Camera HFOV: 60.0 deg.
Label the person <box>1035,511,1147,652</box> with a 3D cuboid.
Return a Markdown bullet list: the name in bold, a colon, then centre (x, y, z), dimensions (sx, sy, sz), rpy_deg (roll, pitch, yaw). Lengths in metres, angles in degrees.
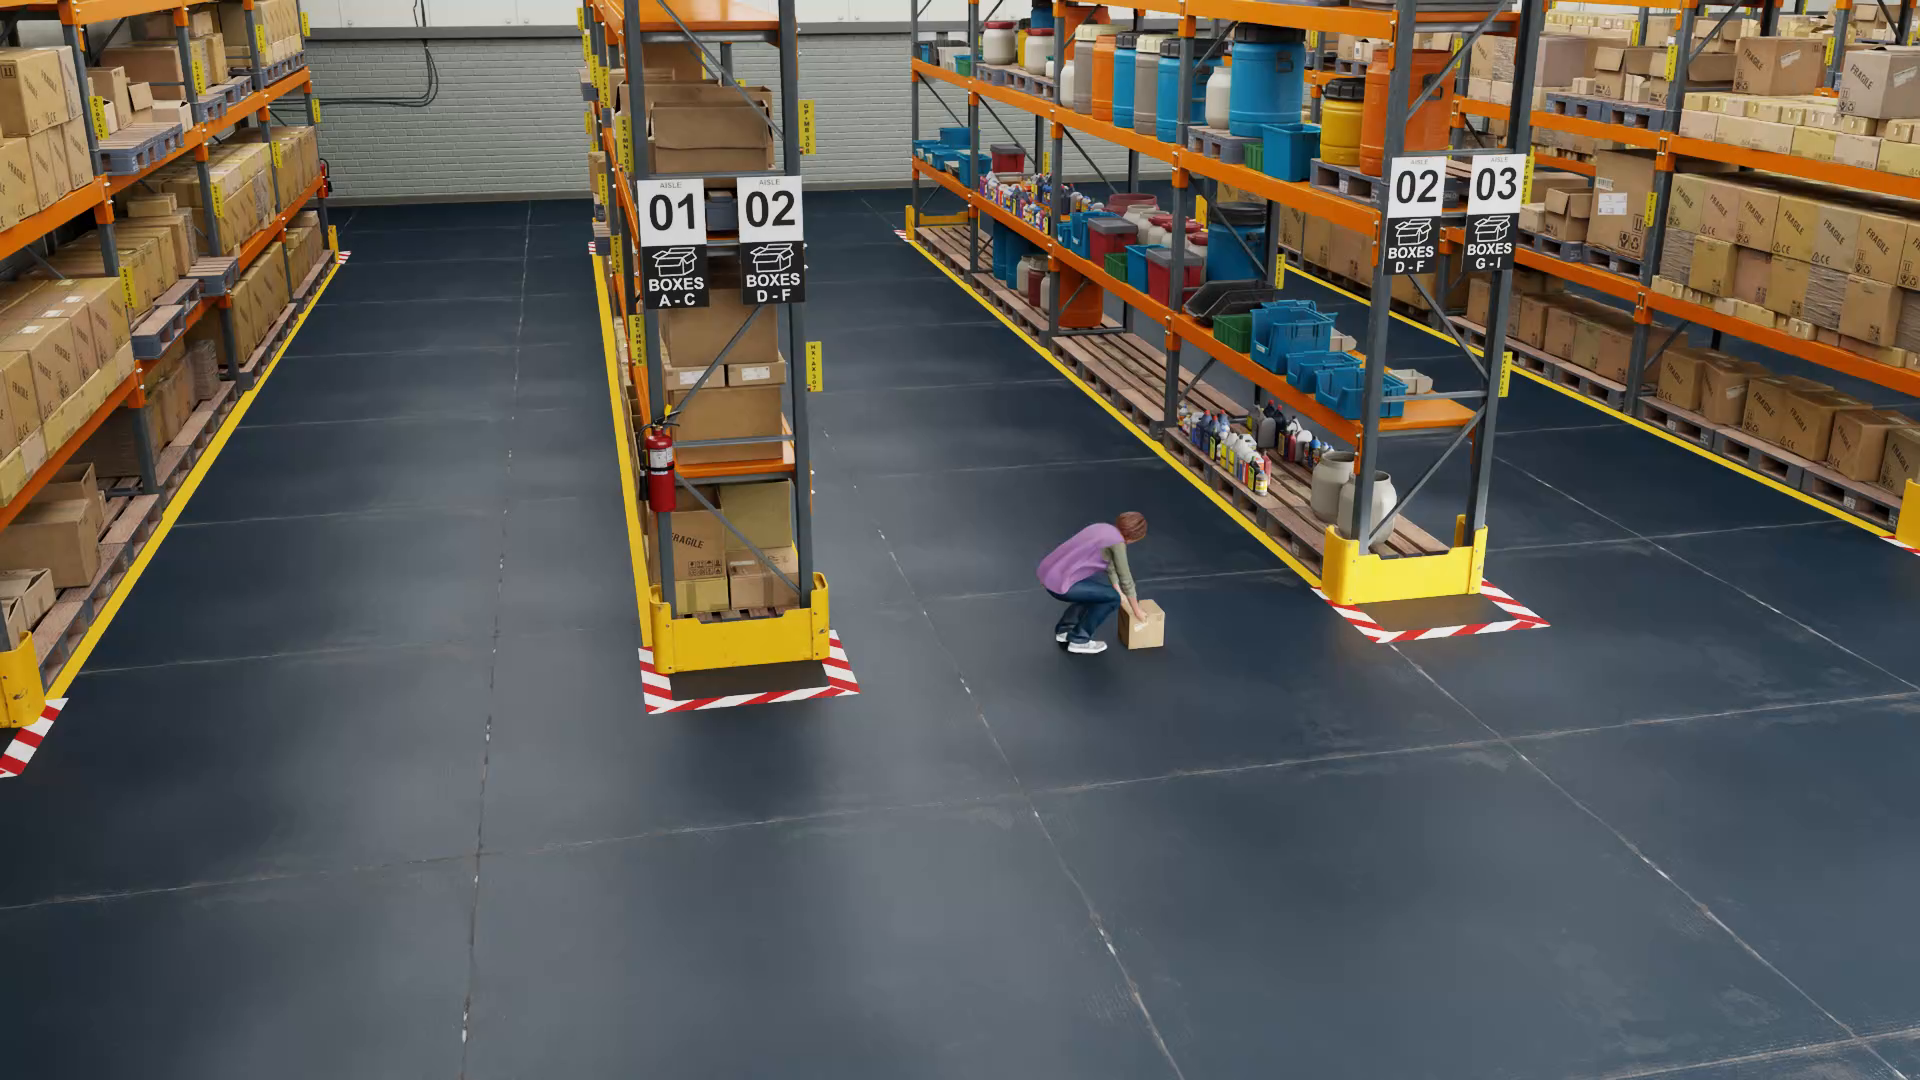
- **person**: centre (0.894, 0.283, 11.305), dimensions (0.788, 0.919, 0.444), rpy_deg (-5, 20, -13)
